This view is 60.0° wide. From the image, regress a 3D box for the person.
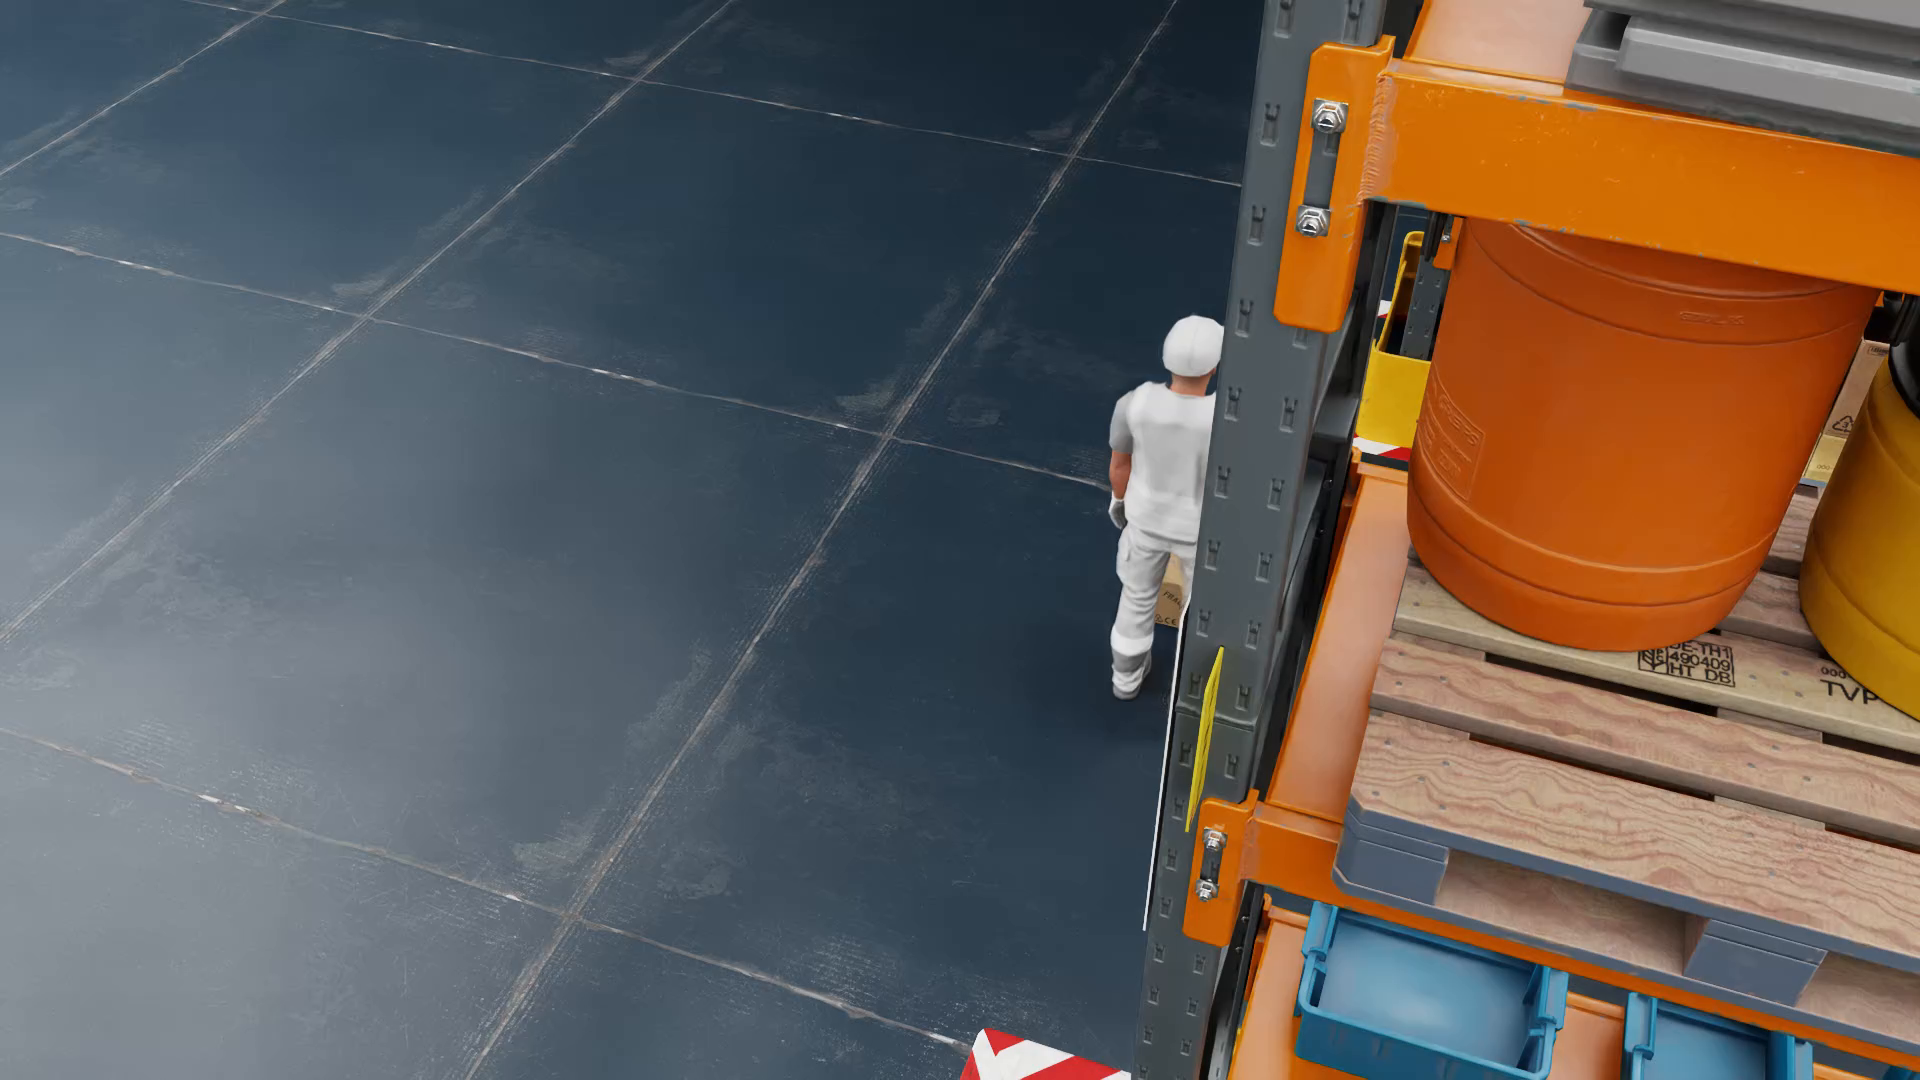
[{"bbox_3d":[0.813,-0.090,6.238,0.528,1.798,0.376,14,43,16],"label":"person"}]
